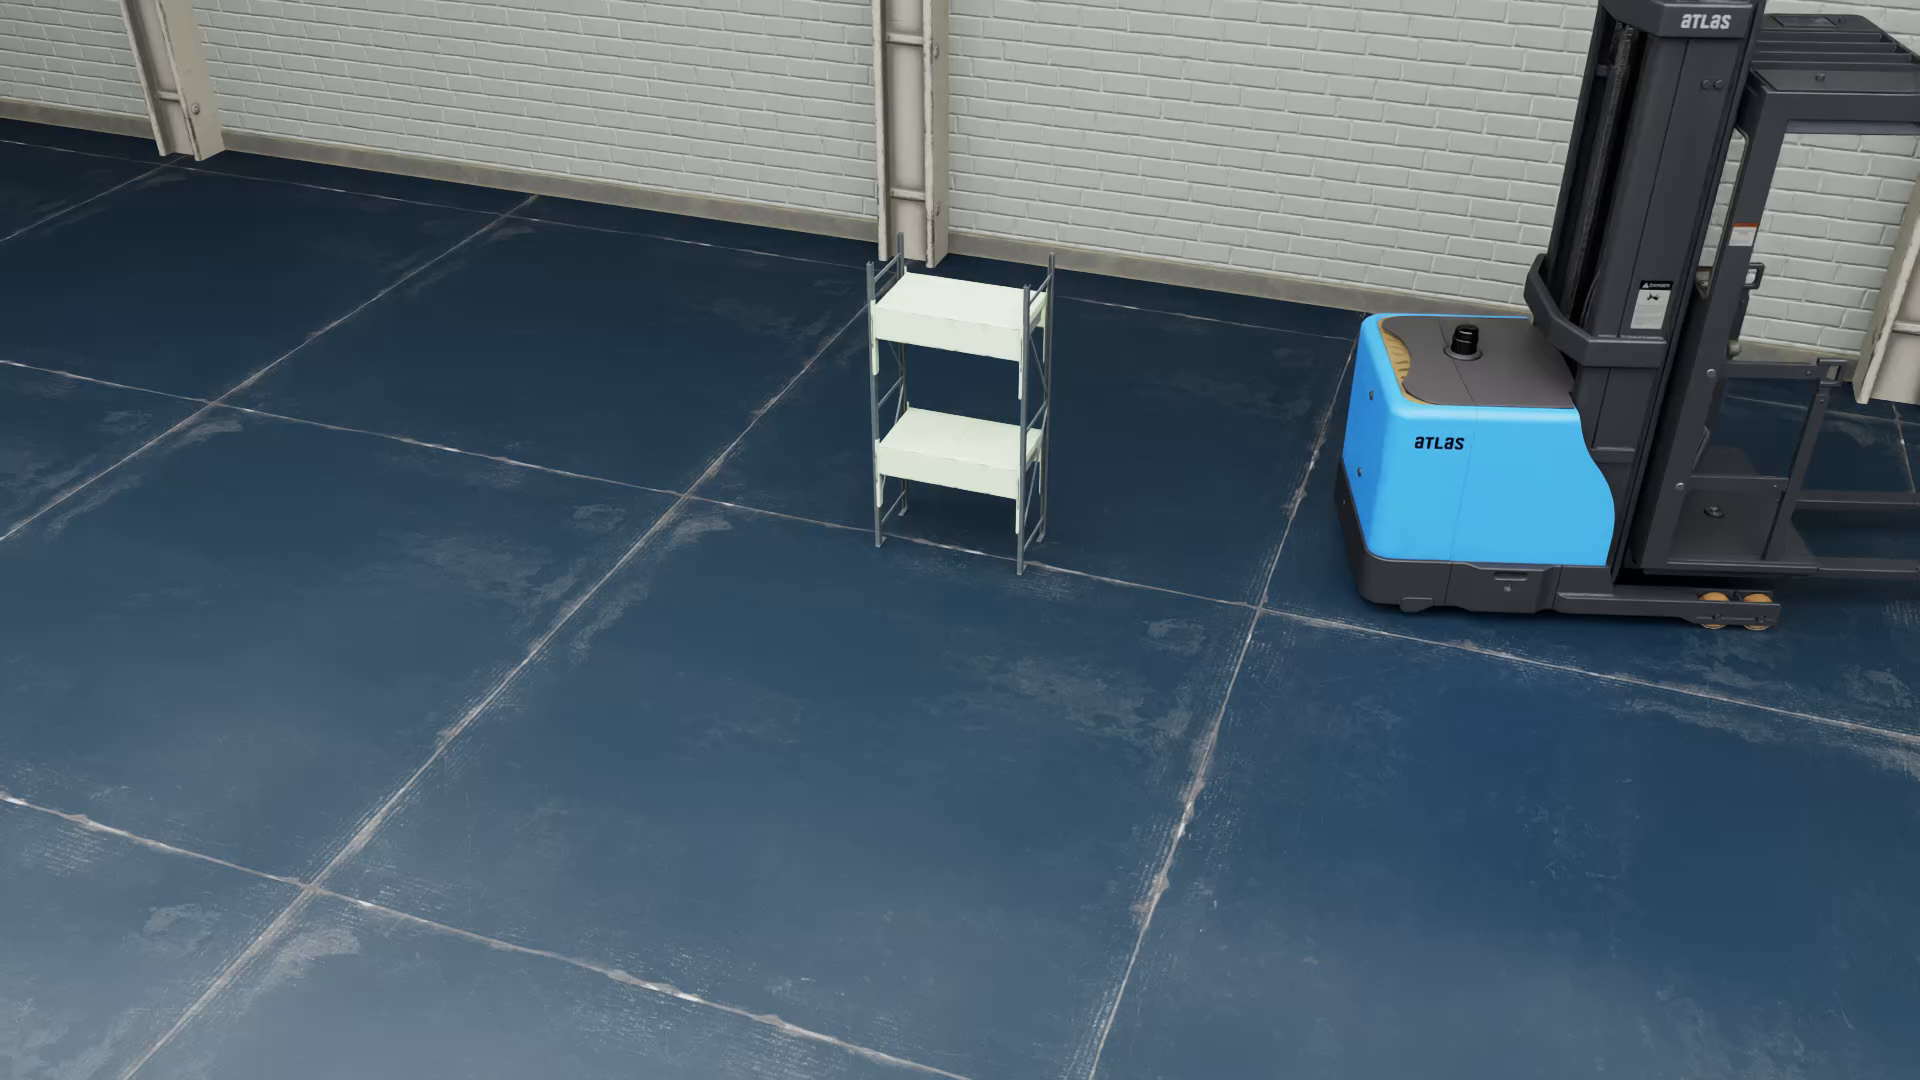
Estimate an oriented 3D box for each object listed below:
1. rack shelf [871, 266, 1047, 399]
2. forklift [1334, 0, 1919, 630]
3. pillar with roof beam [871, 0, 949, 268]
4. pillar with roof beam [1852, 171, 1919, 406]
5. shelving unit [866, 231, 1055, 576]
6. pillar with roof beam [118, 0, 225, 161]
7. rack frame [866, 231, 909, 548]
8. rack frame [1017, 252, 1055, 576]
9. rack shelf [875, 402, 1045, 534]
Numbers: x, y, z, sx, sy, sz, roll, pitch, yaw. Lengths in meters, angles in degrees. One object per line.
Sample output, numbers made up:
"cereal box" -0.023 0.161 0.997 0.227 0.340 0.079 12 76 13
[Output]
"rack shelf" 0.006 -0.957 7.630 0.720 0.370 0.431 11 34 16
"forklift" 3.391 -1.116 7.277 3.031 2.935 1.130 2 33 3
"pillar with roof beam" -1.762 -3.505 5.382 0.400 9.000 9.100 11 34 16
"pillar with roof beam" 3.886 -2.407 3.681 0.400 9.000 9.100 11 34 16
"shelving unit" 0.006 -0.629 7.841 0.755 1.500 0.431 11 34 16
"pillar with roof beam" -7.410 -4.603 7.083 0.400 9.000 9.100 11 34 16
"rack frame" -0.338 -0.696 7.945 0.023 1.500 0.400 11 34 16
"rack frame" 0.351 -0.562 7.738 0.023 1.500 0.400 11 34 16
"rack shelf" 0.006 -0.355 8.018 0.720 0.370 0.431 11 34 16
